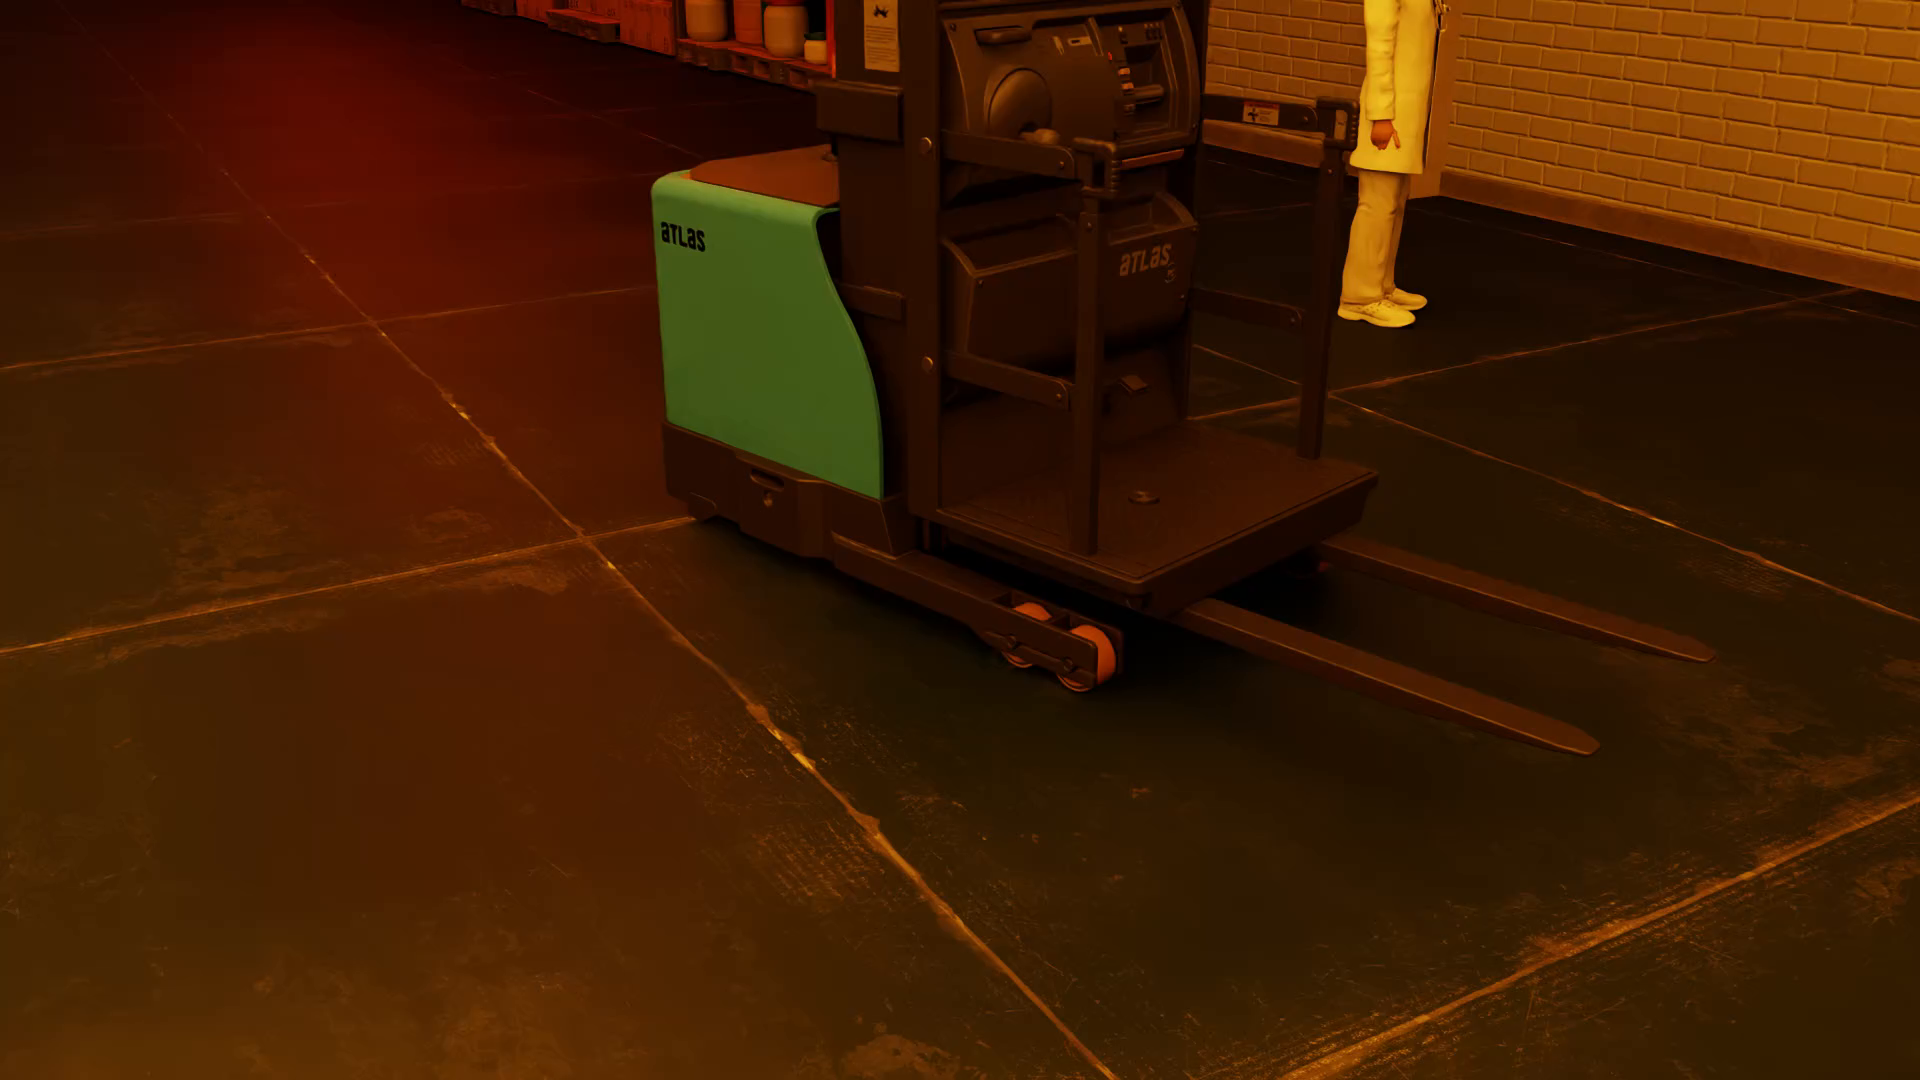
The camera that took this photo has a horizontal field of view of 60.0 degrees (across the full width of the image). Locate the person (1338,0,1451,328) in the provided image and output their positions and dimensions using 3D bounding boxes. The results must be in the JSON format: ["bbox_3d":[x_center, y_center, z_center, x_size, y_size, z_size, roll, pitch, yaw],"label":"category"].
[{"bbox_3d":[1.946,-1.871,7.345,0.384,1.783,0.566,10,24,23],"label":"person"}]

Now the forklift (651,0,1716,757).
[{"bbox_3d":[0.461,-1.195,4.186,3.031,2.935,1.130,20,30,40],"label":"forklift"}]
